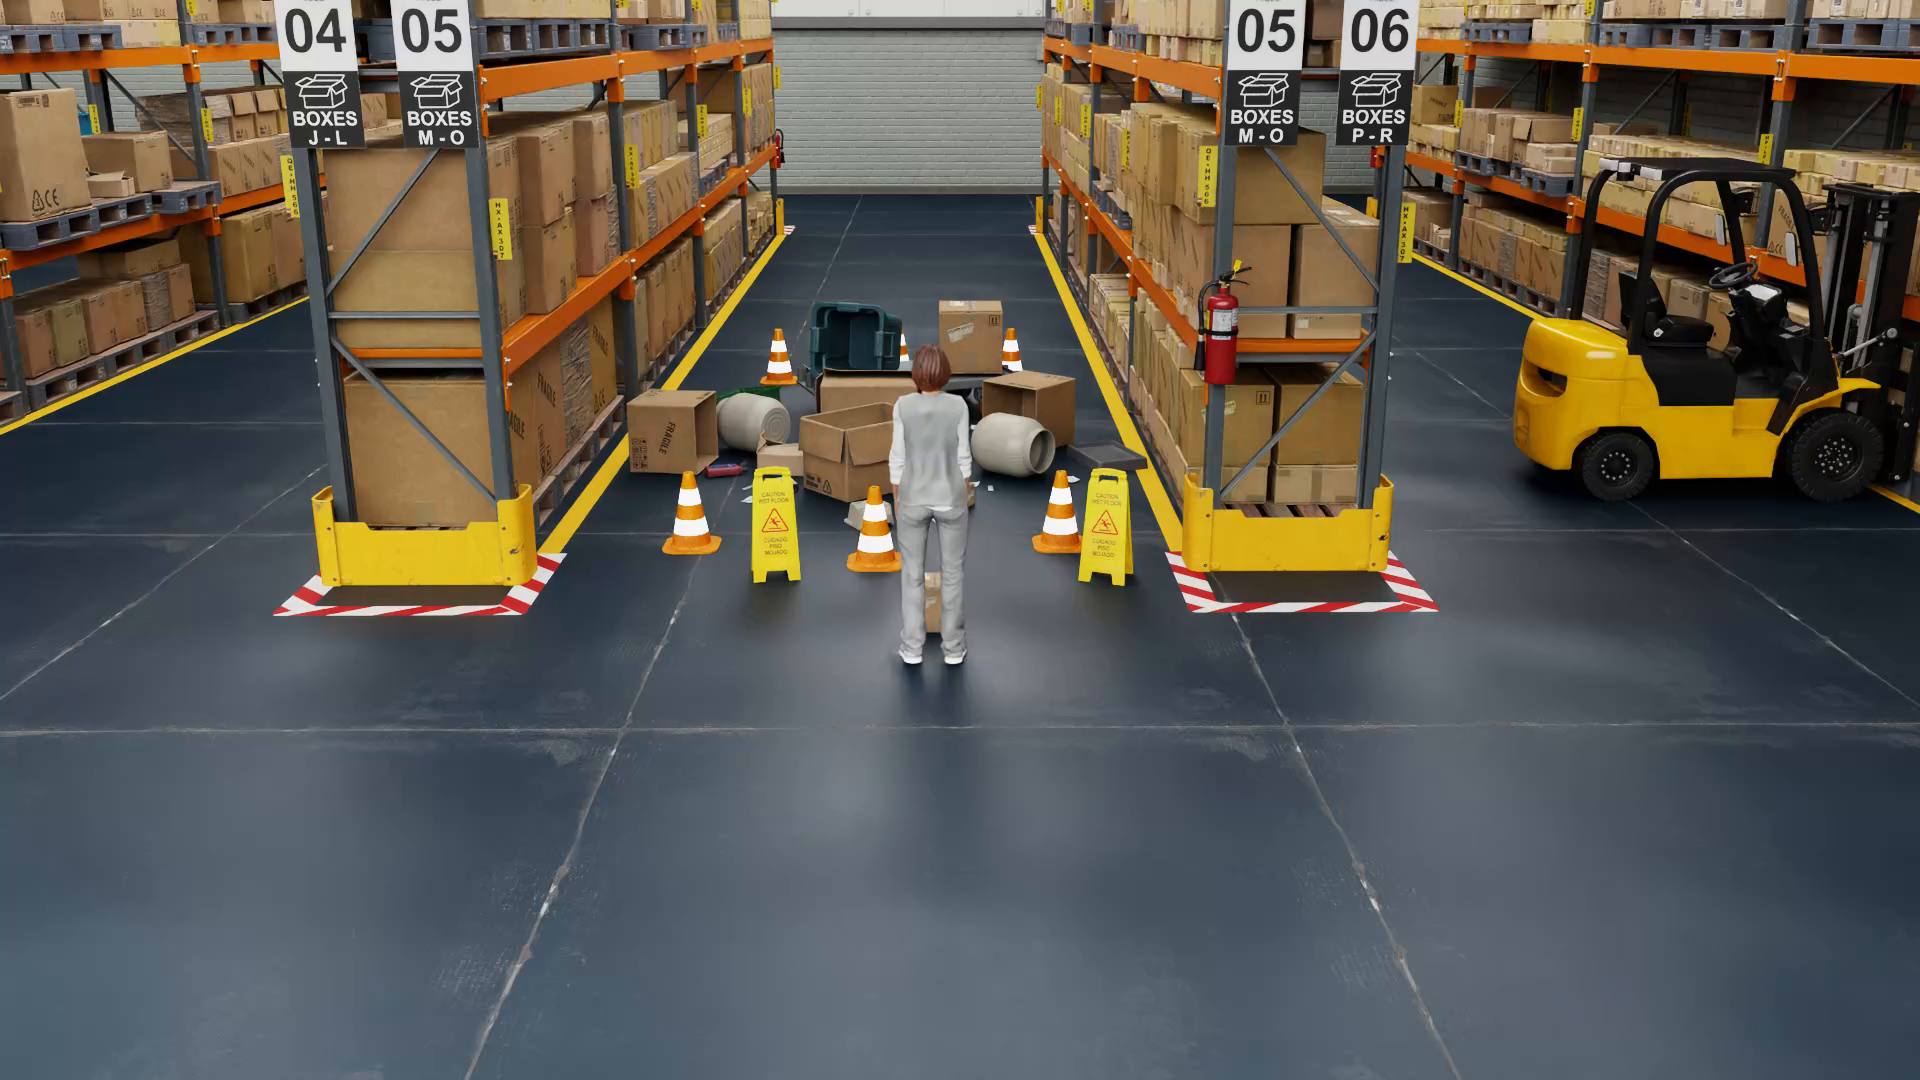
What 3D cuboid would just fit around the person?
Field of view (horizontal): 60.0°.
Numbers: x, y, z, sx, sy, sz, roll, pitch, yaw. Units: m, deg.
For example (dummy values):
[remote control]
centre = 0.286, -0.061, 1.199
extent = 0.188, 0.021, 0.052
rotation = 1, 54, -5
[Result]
[person]
centre = -0.145, -0.161, 8.106
extent = 0.406, 1.585, 0.308
rotation = 0, 17, 1
